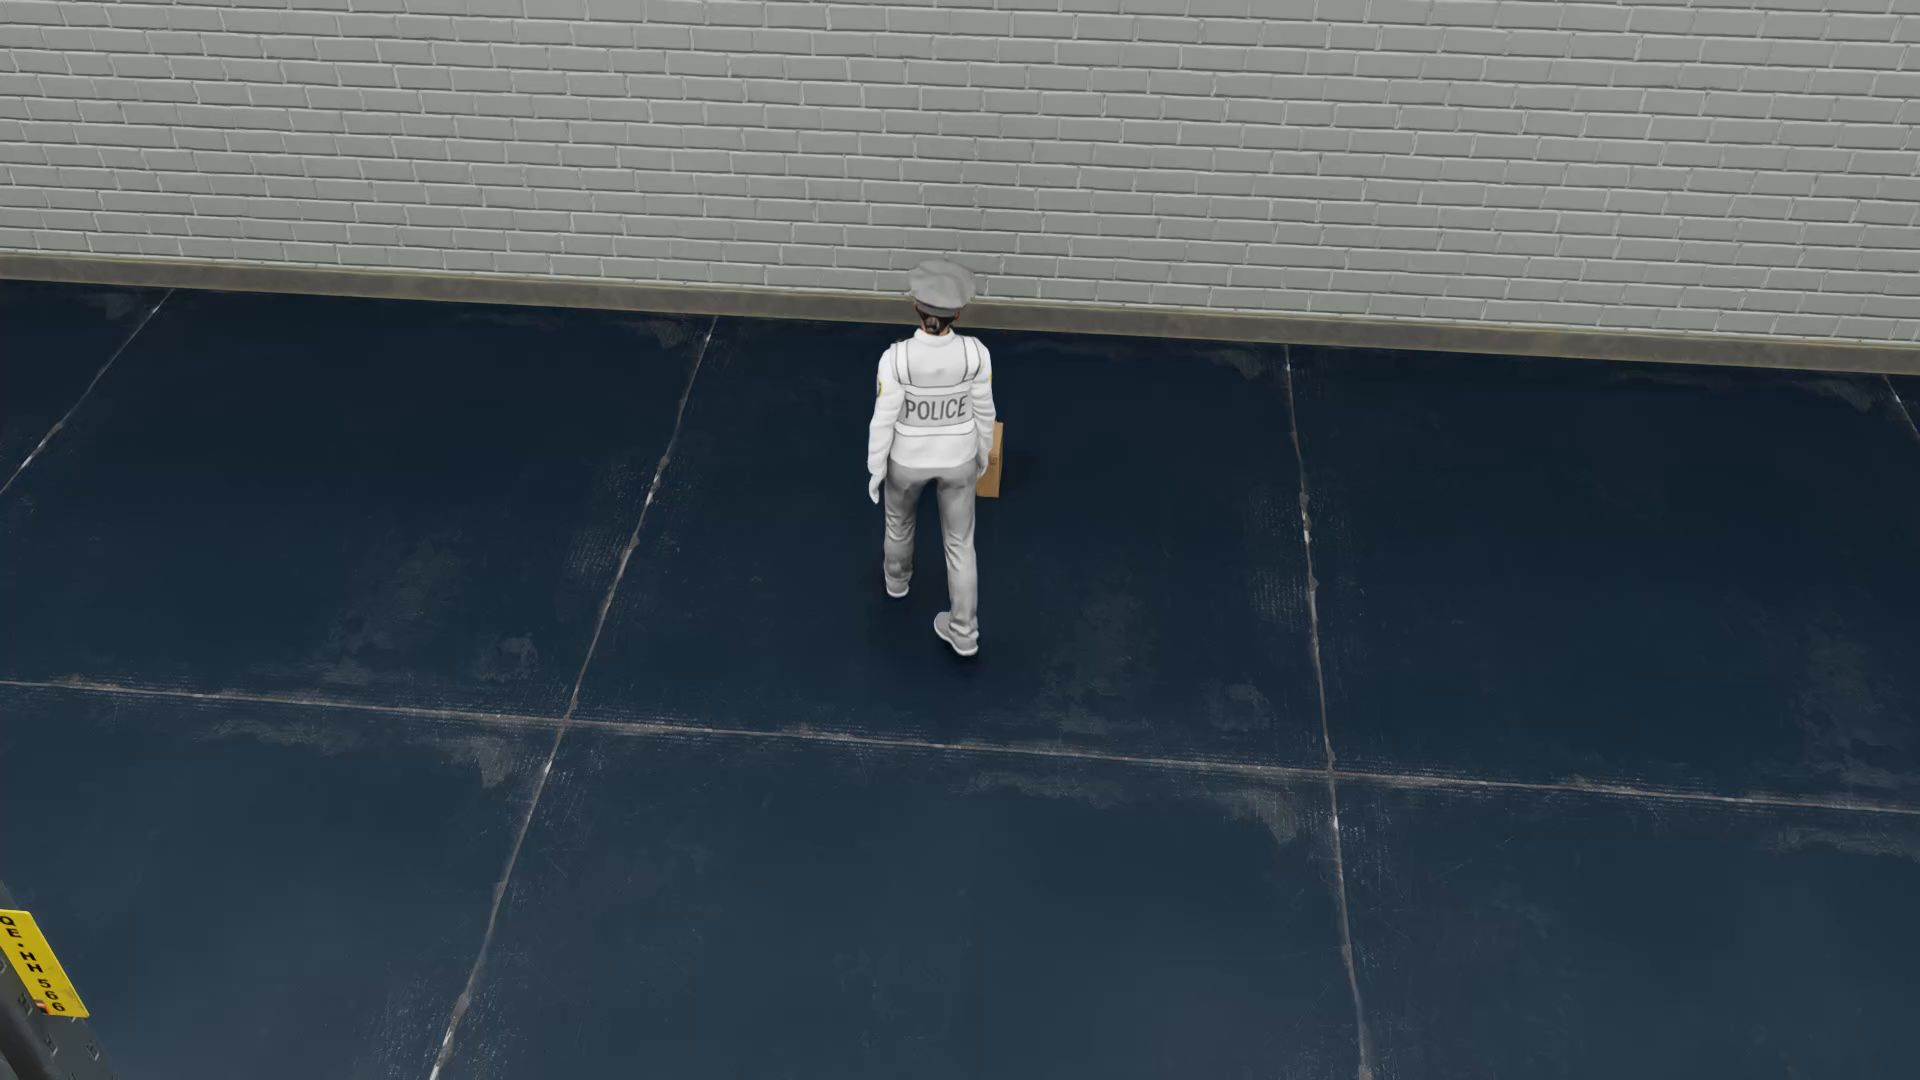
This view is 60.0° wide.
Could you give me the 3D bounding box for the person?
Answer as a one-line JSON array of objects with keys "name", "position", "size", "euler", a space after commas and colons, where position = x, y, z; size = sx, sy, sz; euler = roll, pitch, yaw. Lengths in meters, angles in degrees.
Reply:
[{"name": "person", "position": [-0.117, -0.341, 6.542], "size": [0.507, 1.647, 0.716], "euler": [-5, 41, -5]}]
